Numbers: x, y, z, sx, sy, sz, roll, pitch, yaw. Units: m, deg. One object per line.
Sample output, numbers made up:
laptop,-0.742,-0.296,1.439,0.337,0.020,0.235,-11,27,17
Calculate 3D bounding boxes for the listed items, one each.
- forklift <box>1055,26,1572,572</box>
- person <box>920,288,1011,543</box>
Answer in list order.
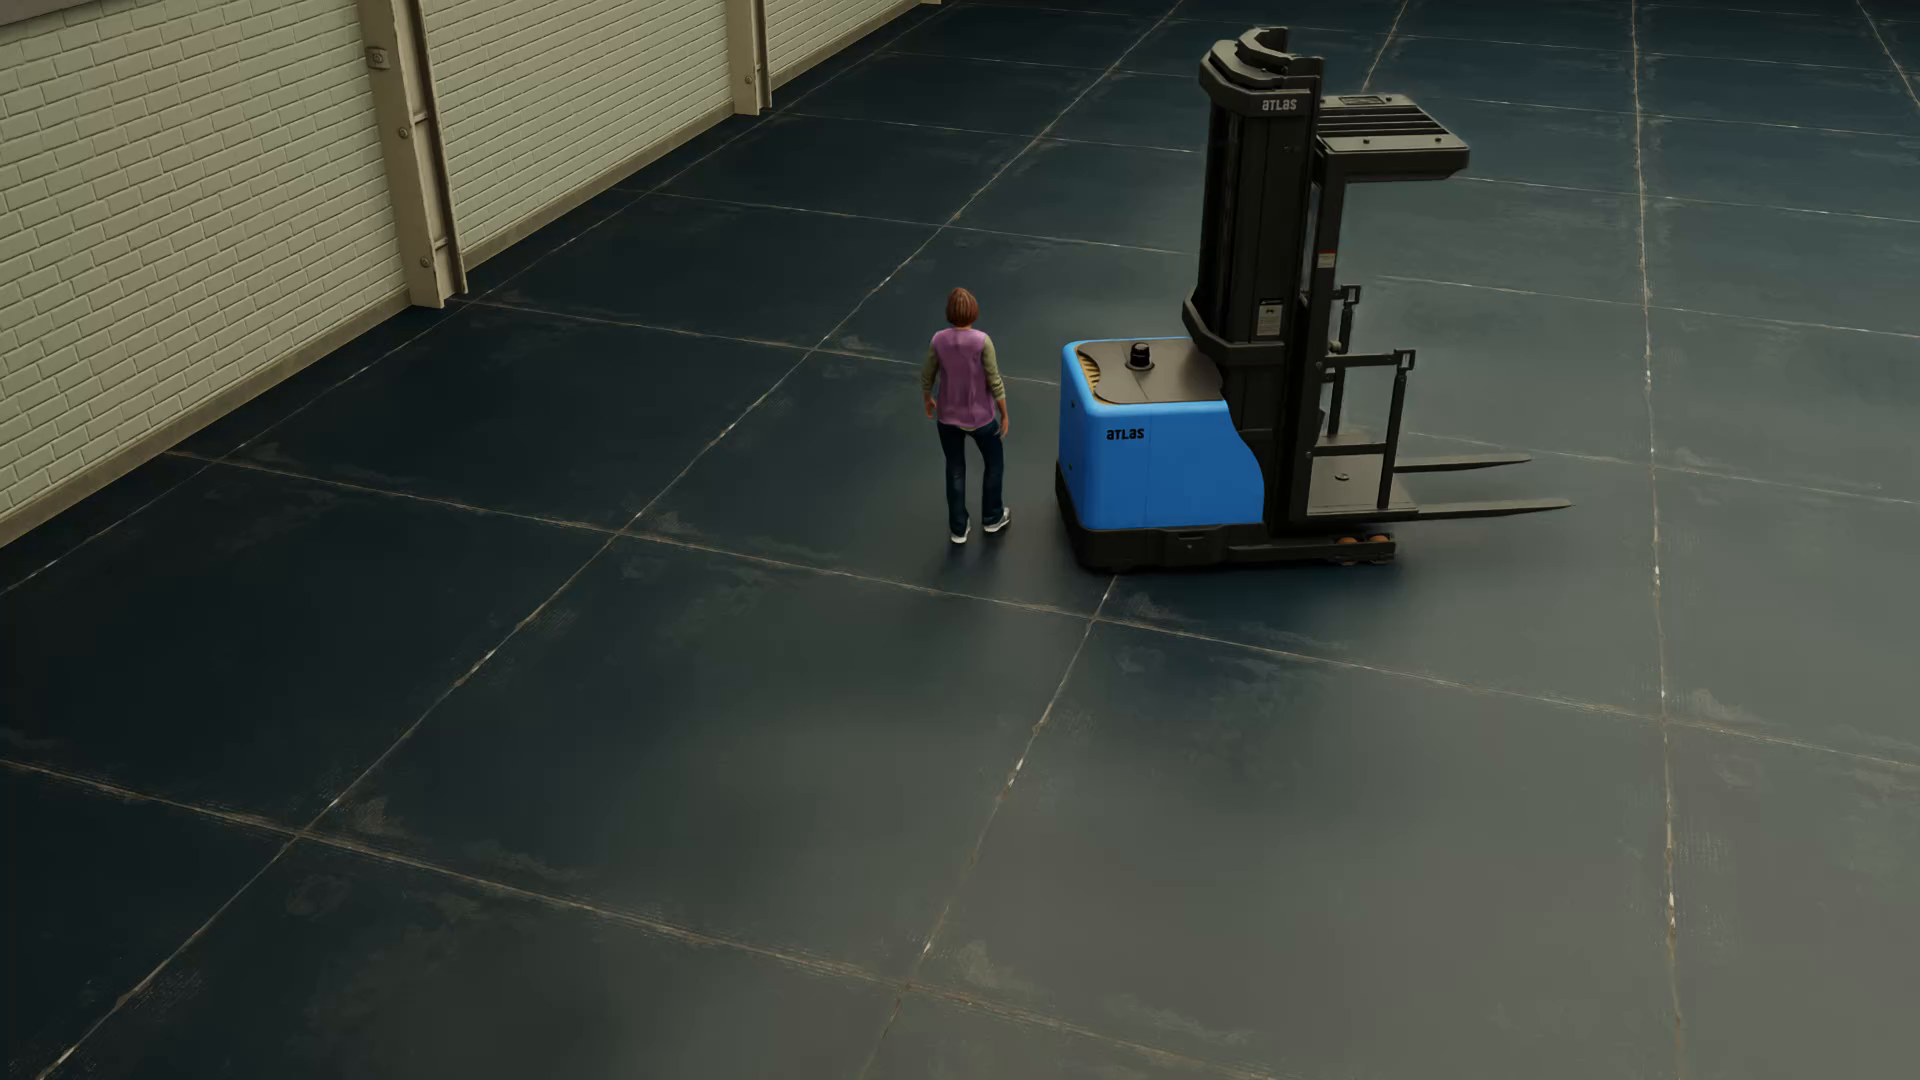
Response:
forklift,2.151,-1.380,9.558,3.031,2.935,1.130,-3,30,-5
person,0.044,-0.758,9.824,0.542,1.589,0.476,8,31,14
